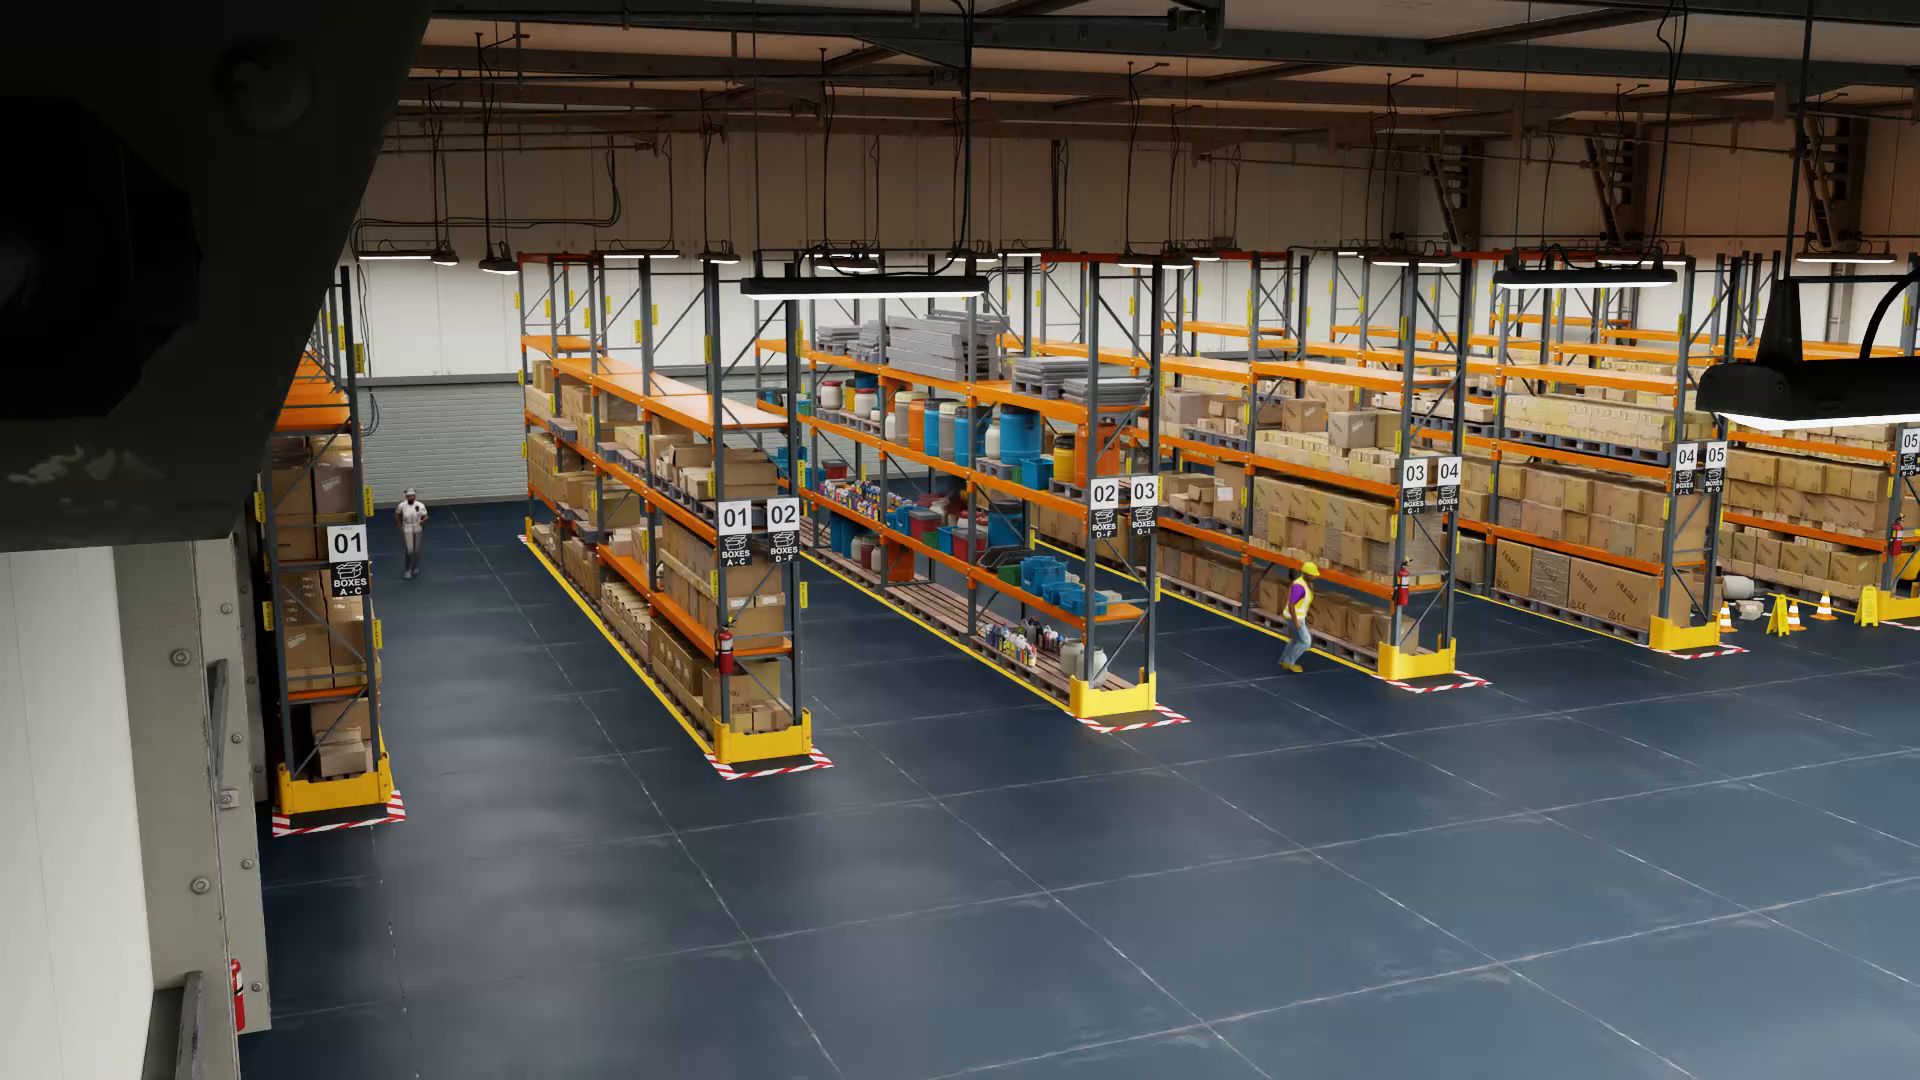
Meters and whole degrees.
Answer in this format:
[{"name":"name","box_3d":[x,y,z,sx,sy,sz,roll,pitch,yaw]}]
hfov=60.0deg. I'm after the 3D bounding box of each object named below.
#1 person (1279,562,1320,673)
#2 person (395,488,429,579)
[{"name":"person","box_3d":[4.947,1.116,24.270,0.637,1.692,0.716,5,11,25]},{"name":"person","box_3d":[-10.229,-0.130,31.110,0.582,1.730,0.711,-5,11,-24]}]
